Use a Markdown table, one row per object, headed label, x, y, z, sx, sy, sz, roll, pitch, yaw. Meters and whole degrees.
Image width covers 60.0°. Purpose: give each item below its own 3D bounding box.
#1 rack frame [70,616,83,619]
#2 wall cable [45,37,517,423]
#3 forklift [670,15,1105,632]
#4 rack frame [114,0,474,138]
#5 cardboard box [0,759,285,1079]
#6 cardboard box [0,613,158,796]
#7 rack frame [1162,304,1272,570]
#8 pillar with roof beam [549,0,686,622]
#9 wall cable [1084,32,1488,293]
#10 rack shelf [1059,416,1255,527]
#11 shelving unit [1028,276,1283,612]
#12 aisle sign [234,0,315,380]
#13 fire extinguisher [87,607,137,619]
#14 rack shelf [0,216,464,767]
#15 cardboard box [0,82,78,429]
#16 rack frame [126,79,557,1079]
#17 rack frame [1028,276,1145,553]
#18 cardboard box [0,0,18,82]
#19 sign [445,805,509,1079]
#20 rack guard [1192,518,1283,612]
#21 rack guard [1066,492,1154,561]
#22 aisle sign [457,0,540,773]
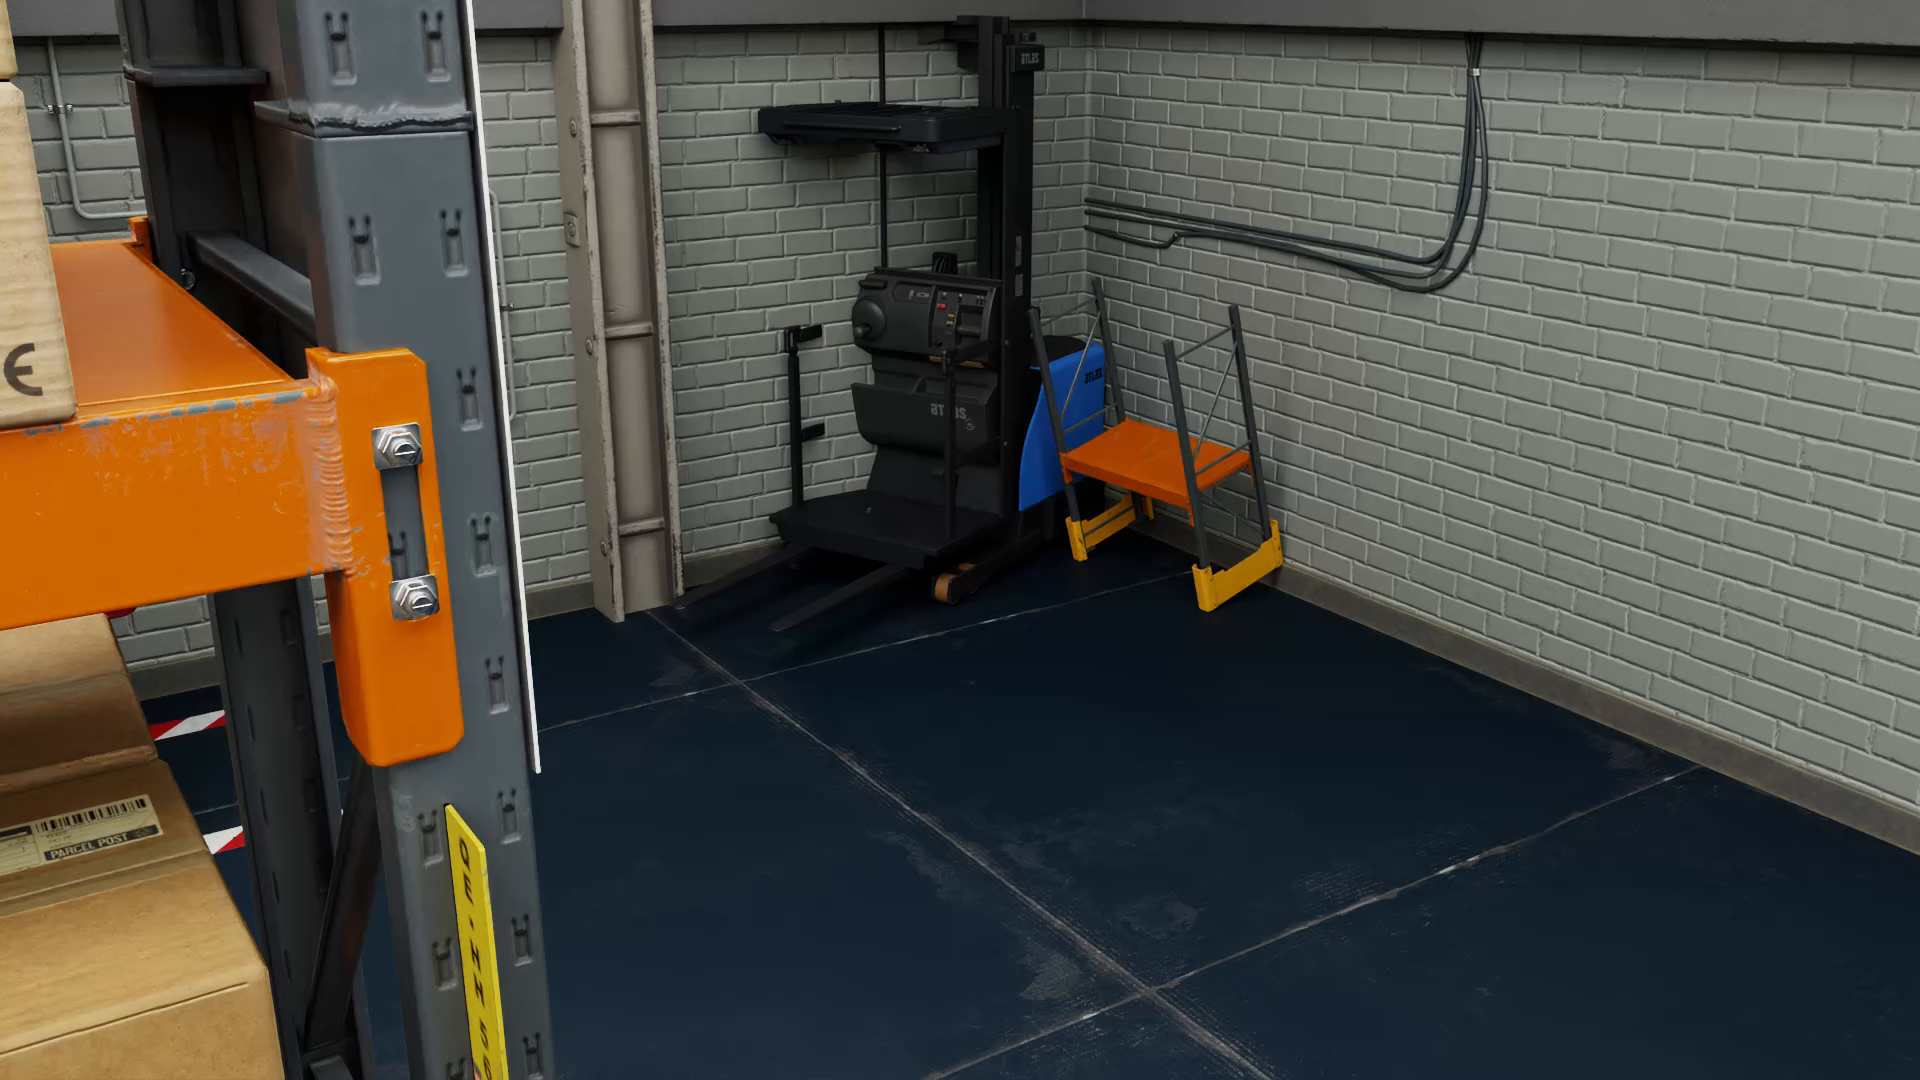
| label | x | y | z | sx | sy | sz | roll | pitch | yaw |
| --- | --- | --- | --- | --- | --- | --- | --- | --- | --- |
| rack frame | -3.461 | -0.367 | 6.148 | 0.127 | 3.000 | 1.000 | -12 | 22 | -31 |
| wall cable | -2.912 | -1.327 | 7.401 | 1.851 | 1.984 | 0.084 | -12 | 22 | -31 |
| forklift | -0.333 | -1.218 | 8.771 | 1.130 | 2.935 | 3.031 | 11 | 22 | 30 |
| rack frame | -0.734 | -1.885 | 1.270 | 0.127 | 3.000 | 1.000 | -12 | 22 | -31 |
| cardboard box | -0.954 | 0.588 | 1.605 | 0.500 | 0.500 | 0.500 | -12 | 22 | -32 |
| cardboard box | -1.249 | 0.444 | 2.032 | 0.500 | 0.500 | 0.500 | -11 | 22 | -30 |
| rack frame | 1.332 | -0.410 | 8.449 | 0.500 | 1.500 | 0.032 | -30 | 31 | -28 |
| pillar with roof beam | 0.686 | -2.765 | 3.872 | 0.400 | 9.000 | 9.100 | -12 | 22 | -31 |
| wall cable | 1.459 | -2.639 | 8.348 | 0.112 | 2.526 | 3.097 | -12 | 22 | -31 |
| rack shelf | 1.062 | -0.383 | 8.914 | 0.538 | 0.185 | 1.000 | -30 | 31 | -28 |
| shelving unit | 1.029 | -0.536 | 8.825 | 0.587 | 1.500 | 1.083 | -30 | 31 | -28 |
| aisle sign | -0.838 | -0.365 | 2.082 | 0.004 | 0.787 | 0.394 | -12 | 22 | -31 |
| fire extinguisher | -3.081 | -0.057 | 5.933 | 0.183 | 0.674 | 0.296 | -12 | 22 | -31 |
| rack shelf | -2.404 | 0.229 | 0.823 | 4.000 | 0.370 | 1.077 | -12 | 22 | -31 |
| cardboard box | -1.018 | -0.232 | 1.298 | 0.500 | 0.250 | 0.500 | -12 | 22 | -31 |
| rack frame | -0.734 | 0.957 | 2.231 | 0.127 | 3.000 | 1.000 | -12 | 22 | -31 |
| rack frame | 0.715 | -0.666 | 9.215 | 0.500 | 1.500 | 0.032 | -30 | 31 | -28 |
| cardboard box | -1.022 | -0.471 | 1.225 | 0.500 | 0.250 | 0.500 | -12 | 22 | -31 |
| sign | -0.445 | 0.411 | 1.545 | 0.005 | 0.325 | 0.100 | -12 | 22 | -31 |
| rack guard | 1.464 | 0.129 | 8.737 | 0.587 | 0.250 | 0.087 | -30 | 31 | -28 |
| rack guard | 0.860 | -0.122 | 9.487 | 0.587 | 0.250 | 0.087 | -30 | 31 | -28 |
| aisle sign | -0.508 | -0.205 | 1.607 | 0.004 | 0.787 | 0.394 | -12 | 22 | -31 |
